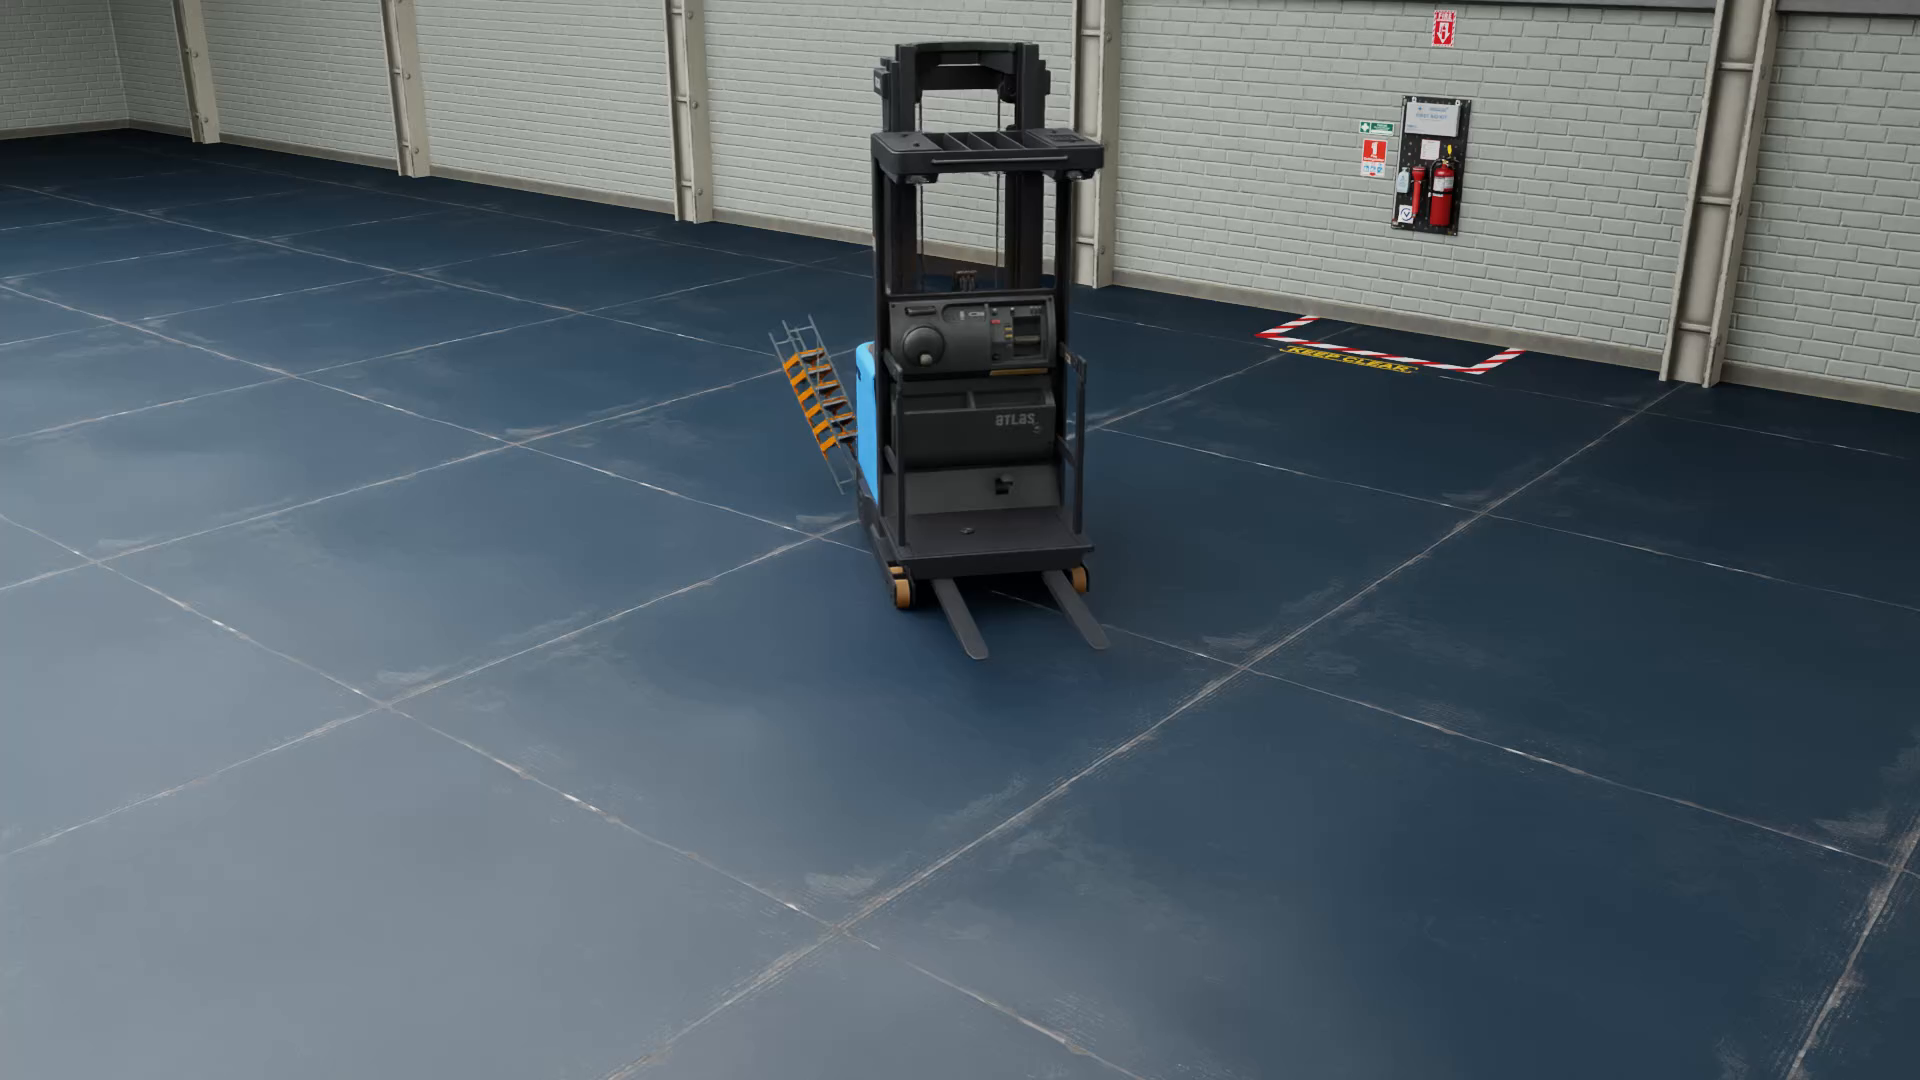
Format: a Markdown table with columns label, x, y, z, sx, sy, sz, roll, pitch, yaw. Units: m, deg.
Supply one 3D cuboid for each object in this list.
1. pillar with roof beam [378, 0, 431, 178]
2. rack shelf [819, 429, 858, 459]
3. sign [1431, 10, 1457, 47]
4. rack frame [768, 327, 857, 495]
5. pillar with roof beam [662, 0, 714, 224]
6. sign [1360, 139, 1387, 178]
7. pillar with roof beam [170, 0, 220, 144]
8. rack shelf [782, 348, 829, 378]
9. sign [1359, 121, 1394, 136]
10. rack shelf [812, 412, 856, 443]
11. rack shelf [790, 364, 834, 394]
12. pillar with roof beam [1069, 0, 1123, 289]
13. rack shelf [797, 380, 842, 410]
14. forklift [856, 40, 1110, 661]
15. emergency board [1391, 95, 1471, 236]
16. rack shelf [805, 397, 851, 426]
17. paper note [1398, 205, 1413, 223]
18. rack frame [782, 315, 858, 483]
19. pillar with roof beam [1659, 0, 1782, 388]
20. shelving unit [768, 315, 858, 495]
| label | x | y | z | sx | sy | sz | roll | pitch | yaw |
| --- | --- | --- | --- | --- | --- | --- | --- | --- | --- |
| pillar with roof beam | -10.678 | -8.363 | 19.591 | 0.400 | 9.000 | 9.100 | 16 | 26 | 36 |
| rack shelf | -0.770 | -0.642 | 10.986 | 0.258 | 0.103 | 0.180 | -19 | -8 | -41 |
| sign | 4.155 | -4.392 | 14.279 | 0.199 | 0.298 | 0.001 | 16 | 26 | 36 |
| rack frame | -0.940 | -0.866 | 11.086 | 0.240 | 1.200 | 0.006 | -19 | -8 | -41 |
| pillar with roof beam | -6.030 | -7.024 | 16.041 | 0.400 | 9.000 | 9.100 | 16 | 26 | 36 |
| sign | 3.735 | -3.447 | 15.006 | 0.234 | 0.329 | 0.001 | 16 | 26 | 36 |
| pillar with roof beam | -15.327 | -9.701 | 23.141 | 0.400 | 9.000 | 9.100 | 16 | 26 | 36 |
| rack shelf | -1.020 | -1.183 | 11.052 | 0.258 | 0.103 | 0.180 | -19 | -8 | -41 |
| sign | 3.733 | -3.691 | 14.904 | 0.331 | 0.109 | 0.001 | 16 | 26 | 36 |
| rack shelf | -0.820 | -0.750 | 11.000 | 0.258 | 0.103 | 0.180 | -19 | -8 | -41 |
| rack shelf | -0.970 | -1.075 | 11.039 | 0.258 | 0.103 | 0.180 | -19 | -8 | -41 |
| pillar with roof beam | -1.382 | -5.685 | 12.492 | 0.400 | 9.000 | 9.100 | 16 | 26 | 36 |
| rack shelf | -0.920 | -0.967 | 11.026 | 0.258 | 0.103 | 0.180 | -19 | -8 | -41 |
| forklift | 0.116 | -1.133 | 9.020 | 1.130 | 2.935 | 3.031 | -4 | 21 | -10 |
| emergency board | 4.098 | -3.278 | 14.611 | 0.643 | 1.169 | 0.194 | 16 | 26 | 36 |
| rack shelf | -0.870 | -0.858 | 11.013 | 0.258 | 0.103 | 0.180 | -19 | -8 | -41 |
| paper note | 4.005 | -2.925 | 14.921 | 0.142 | 0.148 | 0.016 | 16 | 26 | 36 |
| rack frame | -0.837 | -0.931 | 10.950 | 0.240 | 1.200 | 0.006 | -19 | -8 | -41 |
| pillar with roof beam | 3.267 | -4.347 | 8.942 | 0.400 | 9.000 | 9.100 | 16 | 26 | 36 |
| shelving unit | -0.888 | -0.899 | 11.018 | 0.258 | 1.200 | 0.189 | -19 | -8 | -41 |
